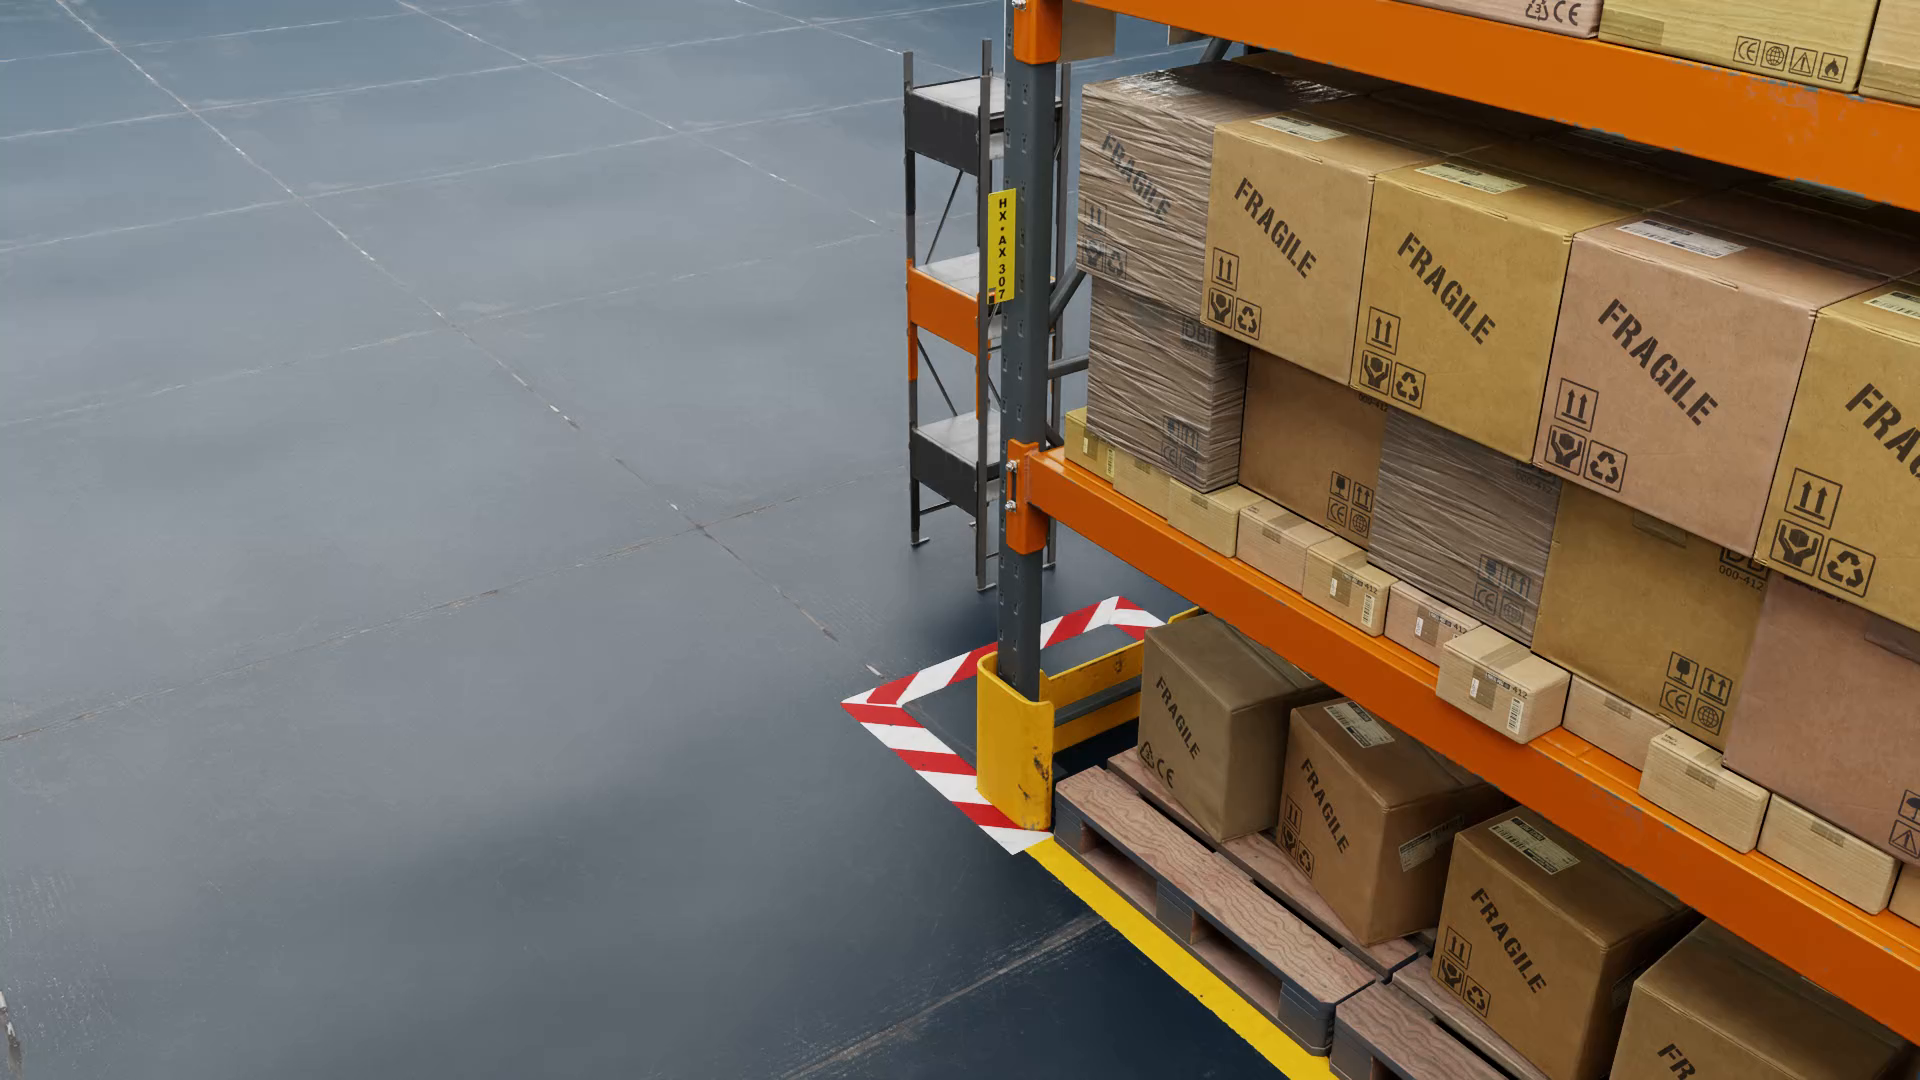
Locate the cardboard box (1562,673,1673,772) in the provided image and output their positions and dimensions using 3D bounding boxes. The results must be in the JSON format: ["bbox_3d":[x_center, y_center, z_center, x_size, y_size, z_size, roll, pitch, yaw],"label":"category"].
[{"bbox_3d":[1.578,0.354,3.719,0.380,0.149,0.250,-19,34,-31],"label":"cardboard box"}]

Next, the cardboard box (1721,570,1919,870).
[{"bbox_3d":[2.039,0.214,3.297,0.875,0.500,0.500,-19,34,-31],"label":"cardboard box"}]

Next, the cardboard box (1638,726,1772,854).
[{"bbox_3d":[1.661,0.472,3.501,0.380,0.149,0.250,-19,34,-31],"label":"cardboard box"}]

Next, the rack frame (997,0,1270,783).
[{"bbox_3d":[0.563,-0.604,5.219,1.000,3.000,0.127,-19,34,-31],"label":"rack frame"}]

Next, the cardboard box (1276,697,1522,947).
[{"bbox_3d":[1.286,0.780,4.850,0.500,0.500,0.500,-10,30,-18],"label":"cardboard box"}]

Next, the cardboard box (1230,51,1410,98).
[{"bbox_3d":[1.083,-1.073,4.618,0.500,0.500,0.500,-19,34,-31],"label":"cardboard box"}]

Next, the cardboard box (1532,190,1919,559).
[{"bbox_3d":[1.530,-0.346,3.280,0.500,0.500,0.500,-19,34,-31],"label":"cardboard box"}]

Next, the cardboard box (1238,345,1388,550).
[{"bbox_3d":[1.247,-0.396,4.420,0.875,0.500,0.500,-19,34,-31],"label":"cardboard box"}]

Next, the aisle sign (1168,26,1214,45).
[{"bbox_3d":[0.771,-1.854,4.796,0.394,0.787,0.004,-19,34,-31],"label":"aisle sign"}]

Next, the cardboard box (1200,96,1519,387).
[{"bbox_3d":[0.944,-0.732,3.992,0.500,0.500,0.500,-19,34,-31],"label":"cardboard box"}]

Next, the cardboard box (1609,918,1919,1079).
[{"bbox_3d":[1.921,1.258,3.969,0.500,0.500,0.500,-22,36,-35],"label":"cardboard box"}]

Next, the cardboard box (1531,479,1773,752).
[{"bbox_3d":[1.783,0.008,3.676,0.875,0.500,0.500,-19,34,-31],"label":"cardboard box"}]

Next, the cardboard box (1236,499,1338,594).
[{"bbox_3d":[0.958,-0.022,4.410,0.380,0.149,0.250,-19,34,-31],"label":"cardboard box"}]

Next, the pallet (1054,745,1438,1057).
[{"bbox_3d":[1.049,0.977,5.231,1.003,0.211,1.213,-19,34,-31],"label":"pallet"}]

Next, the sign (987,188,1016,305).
[{"bbox_3d":[0.121,-0.834,4.736,0.100,0.325,0.005,-19,34,-31],"label":"sign"}]

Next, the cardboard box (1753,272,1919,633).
[{"bbox_3d":[1.818,-0.150,2.920,0.500,0.500,0.500,-19,34,-31],"label":"cardboard box"}]

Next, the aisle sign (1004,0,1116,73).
[{"bbox_3d":[0.283,-1.687,4.490,0.394,0.787,0.004,-19,34,-31],"label":"aisle sign"}]

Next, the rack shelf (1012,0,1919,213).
[{"bbox_3d":[1.723,-0.829,3.243,1.077,0.370,4.000,-19,34,-31],"label":"rack shelf"}]

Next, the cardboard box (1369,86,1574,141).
[{"bbox_3d":[1.378,-0.880,4.263,0.500,0.500,0.500,-19,34,-31],"label":"cardboard box"}]

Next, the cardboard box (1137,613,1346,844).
[{"bbox_3d":[0.911,0.557,5.260,0.500,0.500,0.500,-12,31,-22],"label":"cardboard box"}]

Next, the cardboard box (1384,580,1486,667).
[{"bbox_3d":[1.265,0.167,4.062,0.380,0.149,0.250,-19,34,-31],"label":"cardboard box"}]

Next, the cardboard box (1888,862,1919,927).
[{"bbox_3d":[2.012,0.646,3.182,0.380,0.149,0.250,-19,34,-31],"label":"cardboard box"}]

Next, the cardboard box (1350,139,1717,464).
[{"bbox_3d":[1.235,-0.538,3.634,0.500,0.500,0.500,-19,34,-31],"label":"cardboard box"}]

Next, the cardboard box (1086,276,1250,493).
[{"bbox_3d":[0.860,-0.557,4.717,0.875,0.500,0.500,-19,34,-31],"label":"cardboard box"}]

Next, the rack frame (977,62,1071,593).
[{"bbox_3d":[0.238,-0.763,6.456,0.400,2.100,0.015,-19,34,-31],"label":"rack frame"}]

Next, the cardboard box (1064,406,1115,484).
[{"bbox_3d":[0.534,-0.317,4.954,0.380,0.149,0.250,-19,34,-31],"label":"cardboard box"}]

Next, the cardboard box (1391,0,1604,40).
[{"bbox_3d":[1.220,-1.205,3.340,0.500,0.250,0.500,-19,34,-31],"label":"cardboard box"}]

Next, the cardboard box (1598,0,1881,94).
[{"bbox_3d":[1.526,-1.004,2.970,0.500,0.250,0.500,-18,33,-29],"label":"cardboard box"}]

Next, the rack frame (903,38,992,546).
[{"bbox_3d":[-0.046,-0.953,6.805,0.400,2.100,0.015,-19,34,-31],"label":"rack frame"}]

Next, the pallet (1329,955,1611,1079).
[{"bbox_3d":[1.753,1.450,4.358,1.003,0.211,1.213,-19,34,-31],"label":"pallet"}]

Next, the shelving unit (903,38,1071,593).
[{"bbox_3d":[0.096,-0.858,6.630,0.431,2.100,0.503,-19,34,-31],"label":"shelving unit"}]

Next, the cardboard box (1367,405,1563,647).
[{"bbox_3d":[1.502,-0.190,4.040,0.875,0.500,0.500,-19,34,-31],"label":"cardboard box"}]

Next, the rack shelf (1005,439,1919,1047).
[{"bbox_3d":[1.723,0.490,3.959,1.077,0.370,4.000,-19,34,-31],"label":"rack shelf"}]

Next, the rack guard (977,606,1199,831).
[{"bbox_3d":[0.607,0.524,5.761,1.175,0.500,0.348,-19,34,-31],"label":"rack guard"}]

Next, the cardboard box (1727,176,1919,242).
[{"bbox_3d":[1.949,-0.488,3.542,0.500,0.500,0.500,-19,34,-31],"label":"cardboard box"}]

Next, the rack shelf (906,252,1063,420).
[{"bbox_3d":[0.096,-0.846,6.637,0.431,0.518,0.480,-19,34,-31],"label":"rack shelf"}]

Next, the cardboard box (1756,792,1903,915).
[{"bbox_3d":[1.834,0.560,3.340,0.380,0.149,0.250,-19,34,-31],"label":"cardboard box"}]

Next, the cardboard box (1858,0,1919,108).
[{"bbox_3d":[1.812,-0.809,2.610,0.500,0.250,0.500,-19,34,-31],"label":"cardboard box"}]

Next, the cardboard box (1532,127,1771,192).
[{"bbox_3d":[1.666,-0.685,3.904,0.500,0.500,0.500,-19,34,-31],"label":"cardboard box"}]

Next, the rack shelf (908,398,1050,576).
[{"bbox_3d":[0.096,-0.231,6.971,0.431,0.518,0.480,-19,34,-31],"label":"rack shelf"}]

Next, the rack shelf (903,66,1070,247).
[{"bbox_3d":[0.096,-1.462,6.303,0.431,0.518,0.480,-19,34,-31],"label":"rack shelf"}]

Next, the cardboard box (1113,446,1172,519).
[{"bbox_3d":[0.663,-0.214,4.765,0.380,0.149,0.250,-19,34,-31],"label":"cardboard box"}]

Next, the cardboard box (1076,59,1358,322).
[{"bbox_3d":[0.660,-0.929,4.353,0.500,0.500,0.500,-19,34,-31],"label":"cardboard box"}]

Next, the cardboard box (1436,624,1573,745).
[{"bbox_3d":[1.325,0.293,3.830,0.380,0.149,0.250,-19,34,-31],"label":"cardboard box"}]

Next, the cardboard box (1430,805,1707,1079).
[{"bbox_3d":[1.634,1.029,4.392,0.500,0.500,0.500,-15,32,-26],"label":"cardboard box"}]

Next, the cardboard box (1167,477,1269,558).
[{"bbox_3d":[0.796,-0.113,4.578,0.380,0.149,0.250,-19,34,-31],"label":"cardboard box"}]

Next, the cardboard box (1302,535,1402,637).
[{"bbox_3d":[1.097,0.078,4.227,0.380,0.149,0.250,-19,34,-31],"label":"cardboard box"}]
